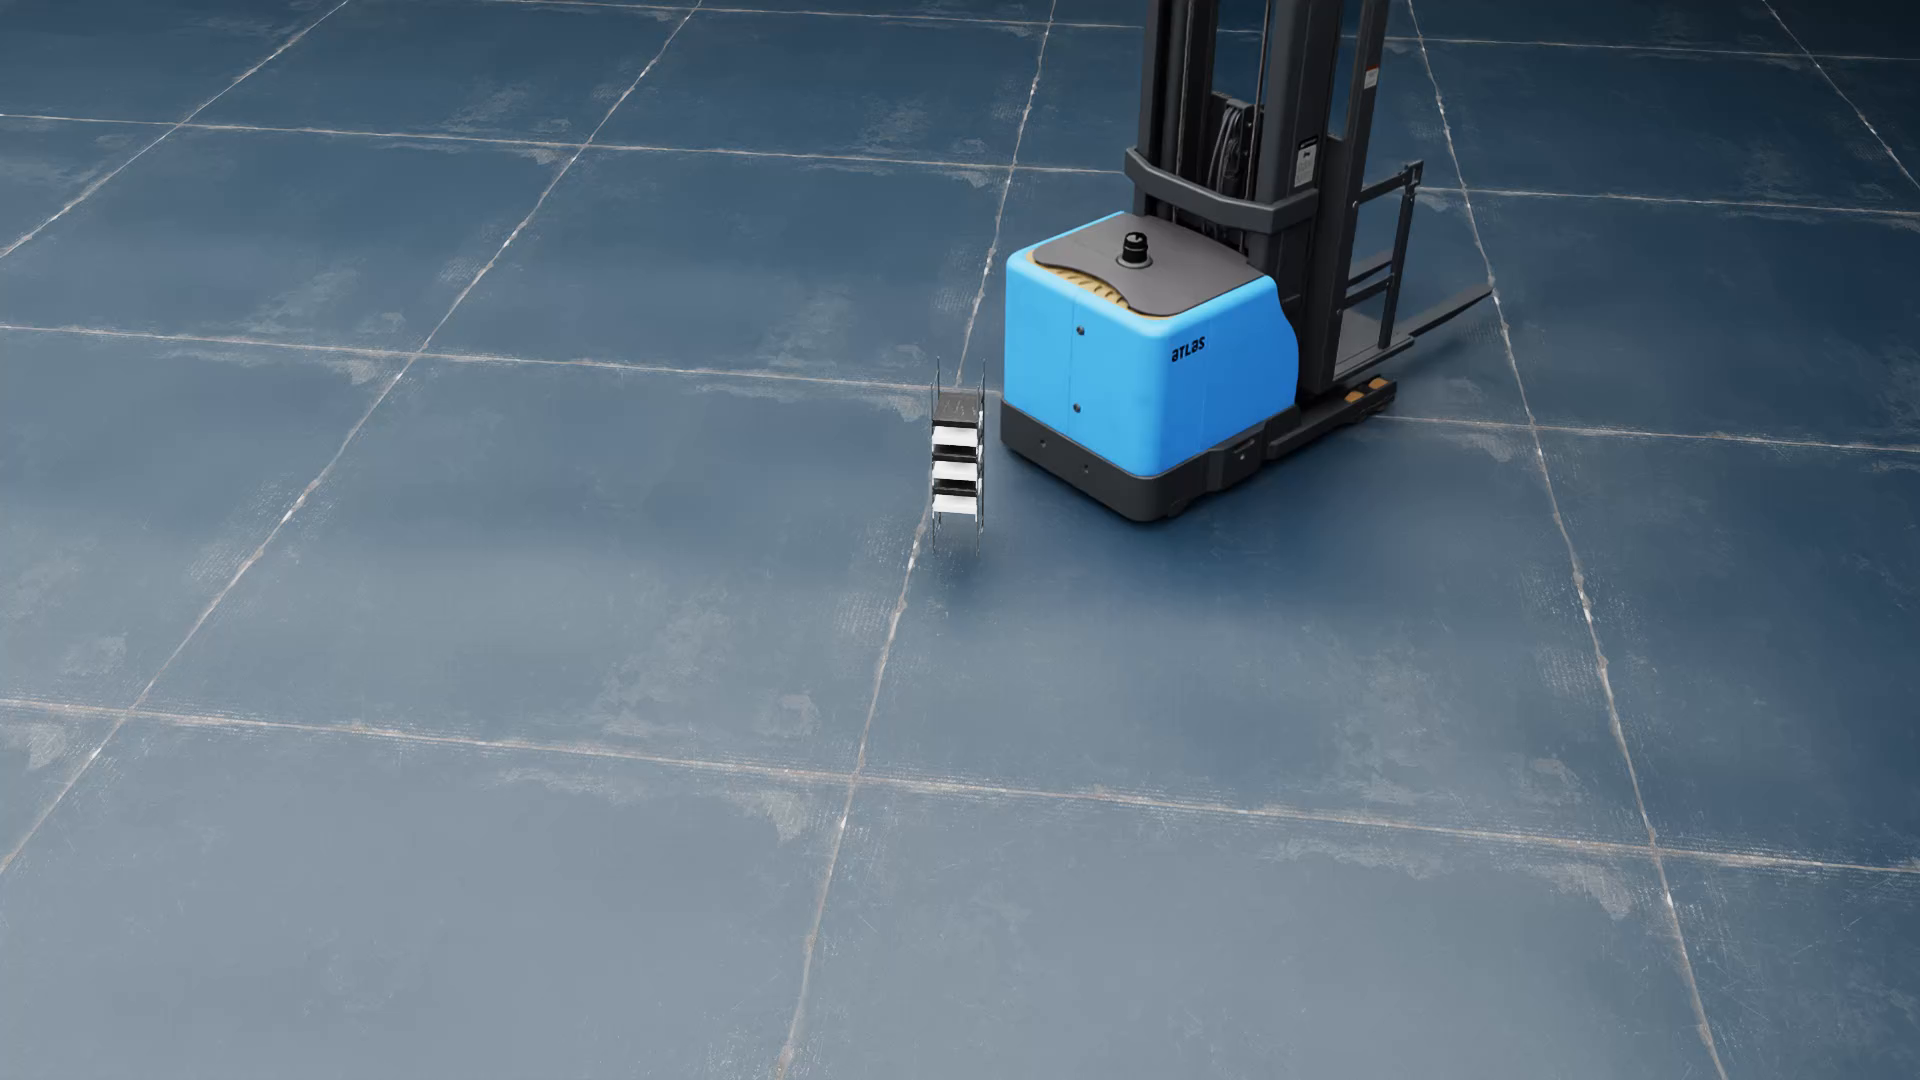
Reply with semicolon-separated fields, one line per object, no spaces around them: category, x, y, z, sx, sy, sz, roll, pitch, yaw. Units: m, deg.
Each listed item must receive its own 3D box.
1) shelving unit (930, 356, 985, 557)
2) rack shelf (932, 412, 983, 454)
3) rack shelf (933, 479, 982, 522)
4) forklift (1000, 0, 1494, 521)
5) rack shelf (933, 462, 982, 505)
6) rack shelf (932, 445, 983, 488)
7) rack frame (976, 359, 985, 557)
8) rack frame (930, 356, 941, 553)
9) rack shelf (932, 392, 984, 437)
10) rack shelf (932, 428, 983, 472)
shelving unit;-0.008;-0.367;7.489;0.210;0.900;0.258;4;36;6
rack shelf;-0.008;-0.486;7.404;0.200;0.077;0.258;4;36;6
rack shelf;-0.008;-0.193;7.613;0.200;0.077;0.258;4;36;6
forklift;1.645;-2.002;8.032;3.031;2.935;1.130;-27;43;-32
rack shelf;-0.008;-0.267;7.561;0.200;0.077;0.258;4;36;6
rack shelf;-0.008;-0.340;7.509;0.200;0.077;0.258;4;36;6
rack frame;0.093;-0.359;7.479;0.006;0.900;0.240;4;36;6
rack frame;-0.109;-0.374;7.500;0.006;0.900;0.240;4;36;6
rack shelf;-0.008;-0.560;7.352;0.200;0.077;0.258;4;36;6
rack shelf;-0.008;-0.413;7.457;0.200;0.077;0.258;4;36;6
